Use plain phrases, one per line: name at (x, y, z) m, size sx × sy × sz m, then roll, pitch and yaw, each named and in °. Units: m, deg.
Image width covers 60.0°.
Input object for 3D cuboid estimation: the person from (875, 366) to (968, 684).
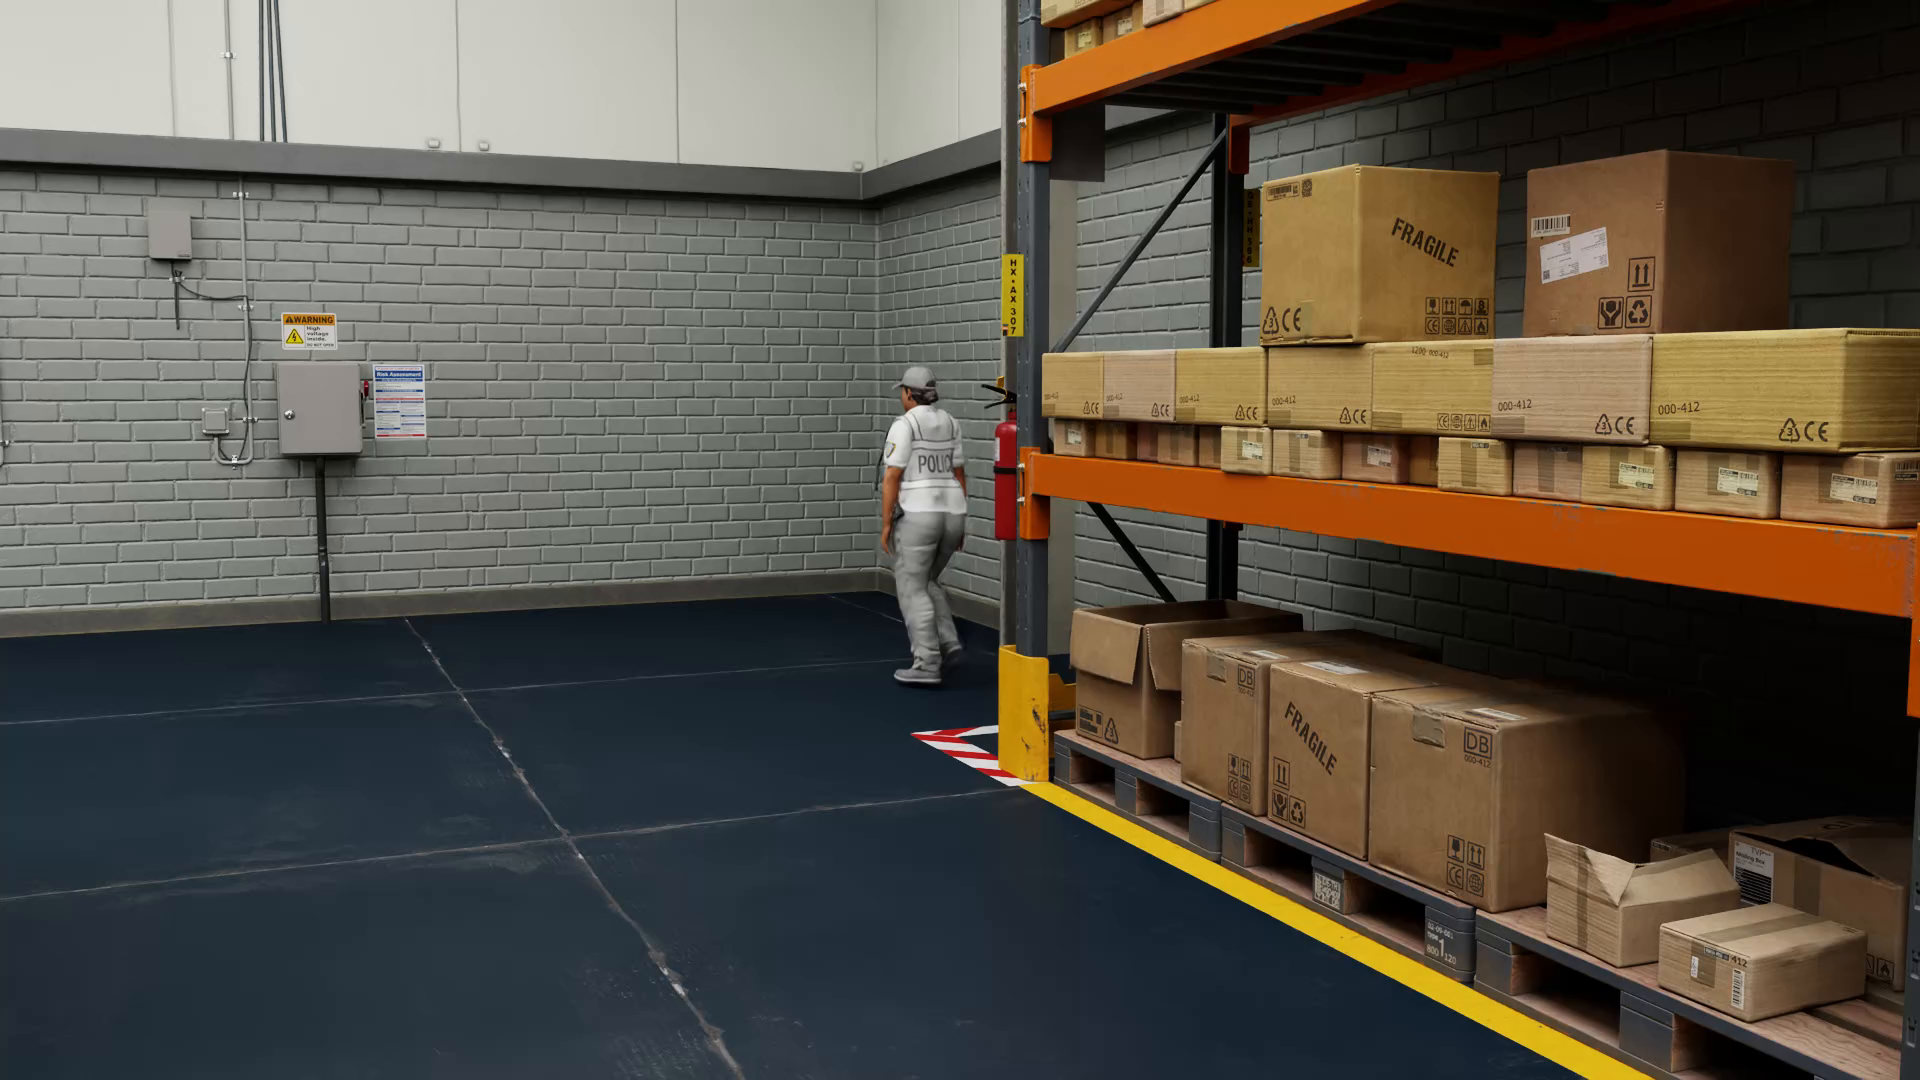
person at (-0.201, -0.085, 8.739) m, size 0.444 × 1.656 × 0.505 m, roll 5°, pitch 7°, yaw 41°
